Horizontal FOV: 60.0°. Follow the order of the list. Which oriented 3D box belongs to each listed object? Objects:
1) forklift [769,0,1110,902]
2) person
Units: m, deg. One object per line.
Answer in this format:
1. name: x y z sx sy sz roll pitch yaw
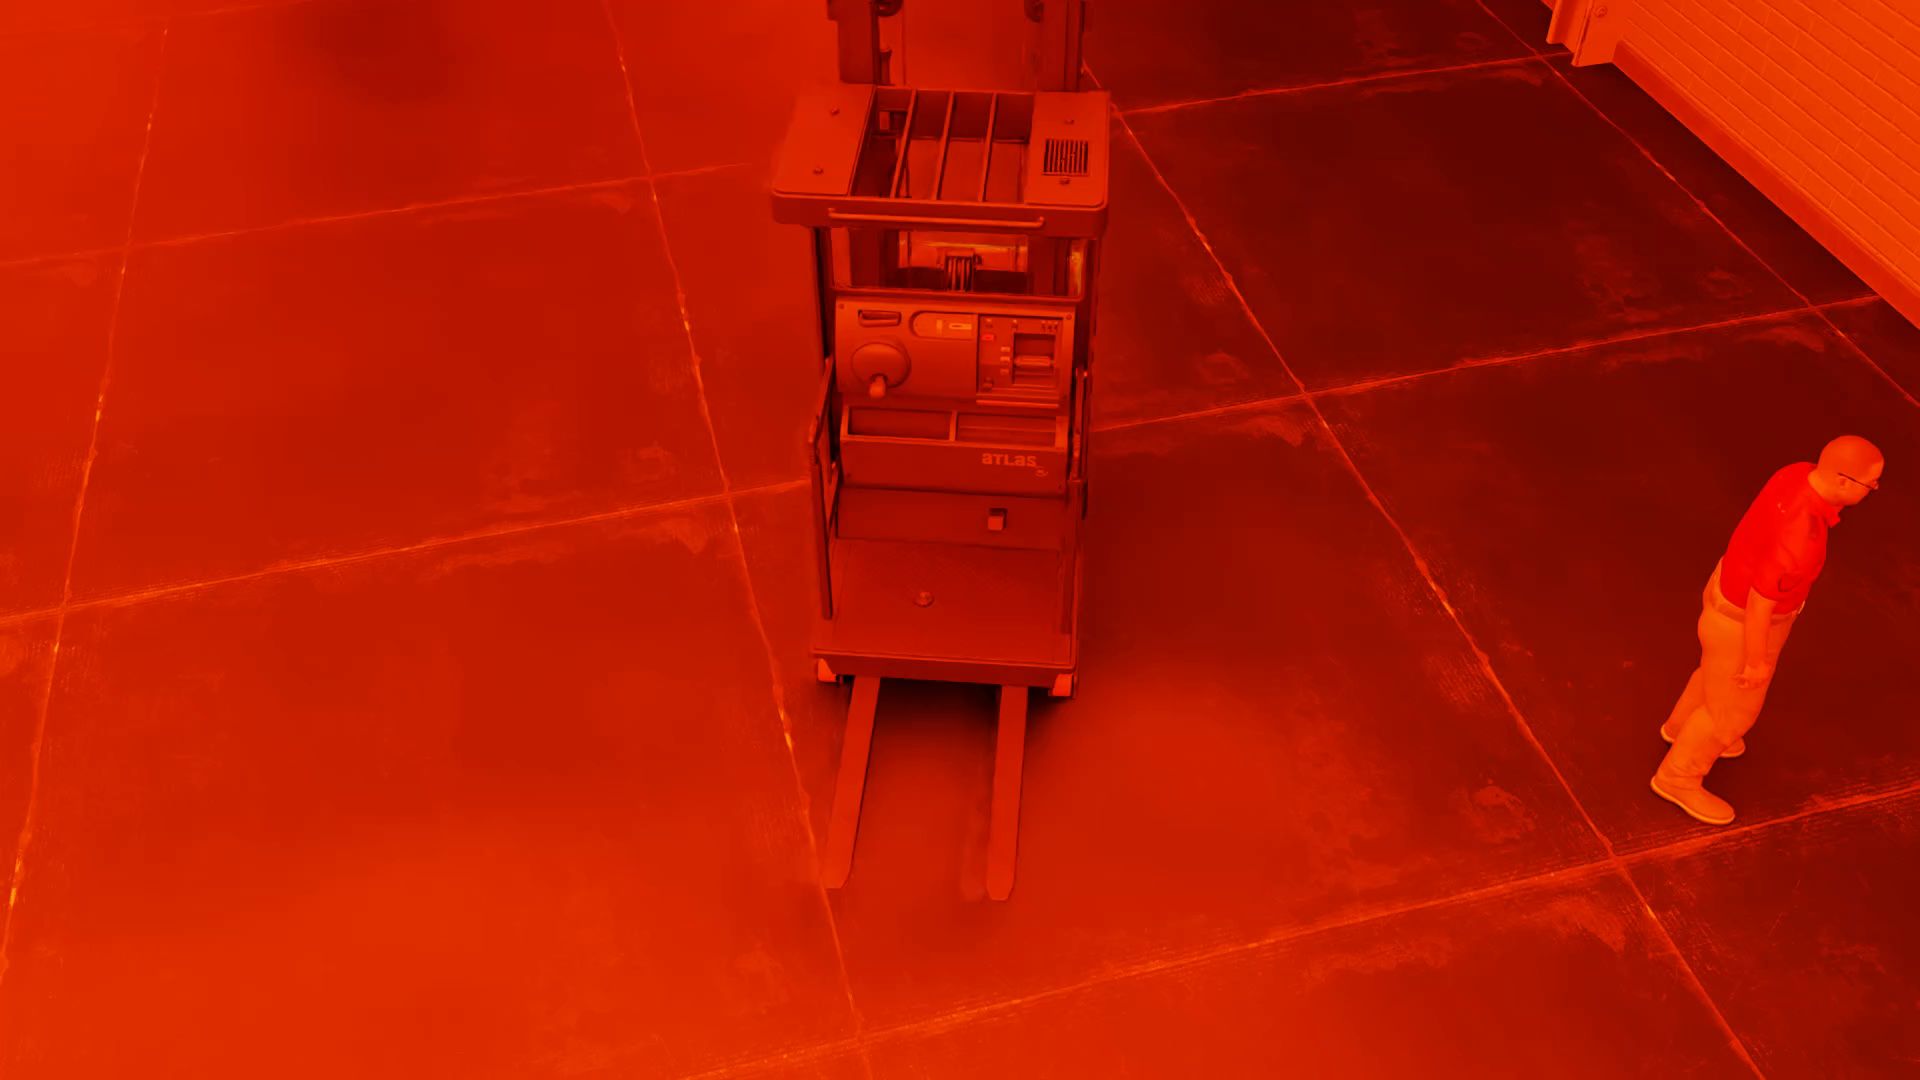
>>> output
1. forklift: -0.038 -0.643 6.326 1.130 2.935 3.031 3 43 3
2. person: 2.982 0.291 6.214 0.396 1.726 0.585 17 46 17
